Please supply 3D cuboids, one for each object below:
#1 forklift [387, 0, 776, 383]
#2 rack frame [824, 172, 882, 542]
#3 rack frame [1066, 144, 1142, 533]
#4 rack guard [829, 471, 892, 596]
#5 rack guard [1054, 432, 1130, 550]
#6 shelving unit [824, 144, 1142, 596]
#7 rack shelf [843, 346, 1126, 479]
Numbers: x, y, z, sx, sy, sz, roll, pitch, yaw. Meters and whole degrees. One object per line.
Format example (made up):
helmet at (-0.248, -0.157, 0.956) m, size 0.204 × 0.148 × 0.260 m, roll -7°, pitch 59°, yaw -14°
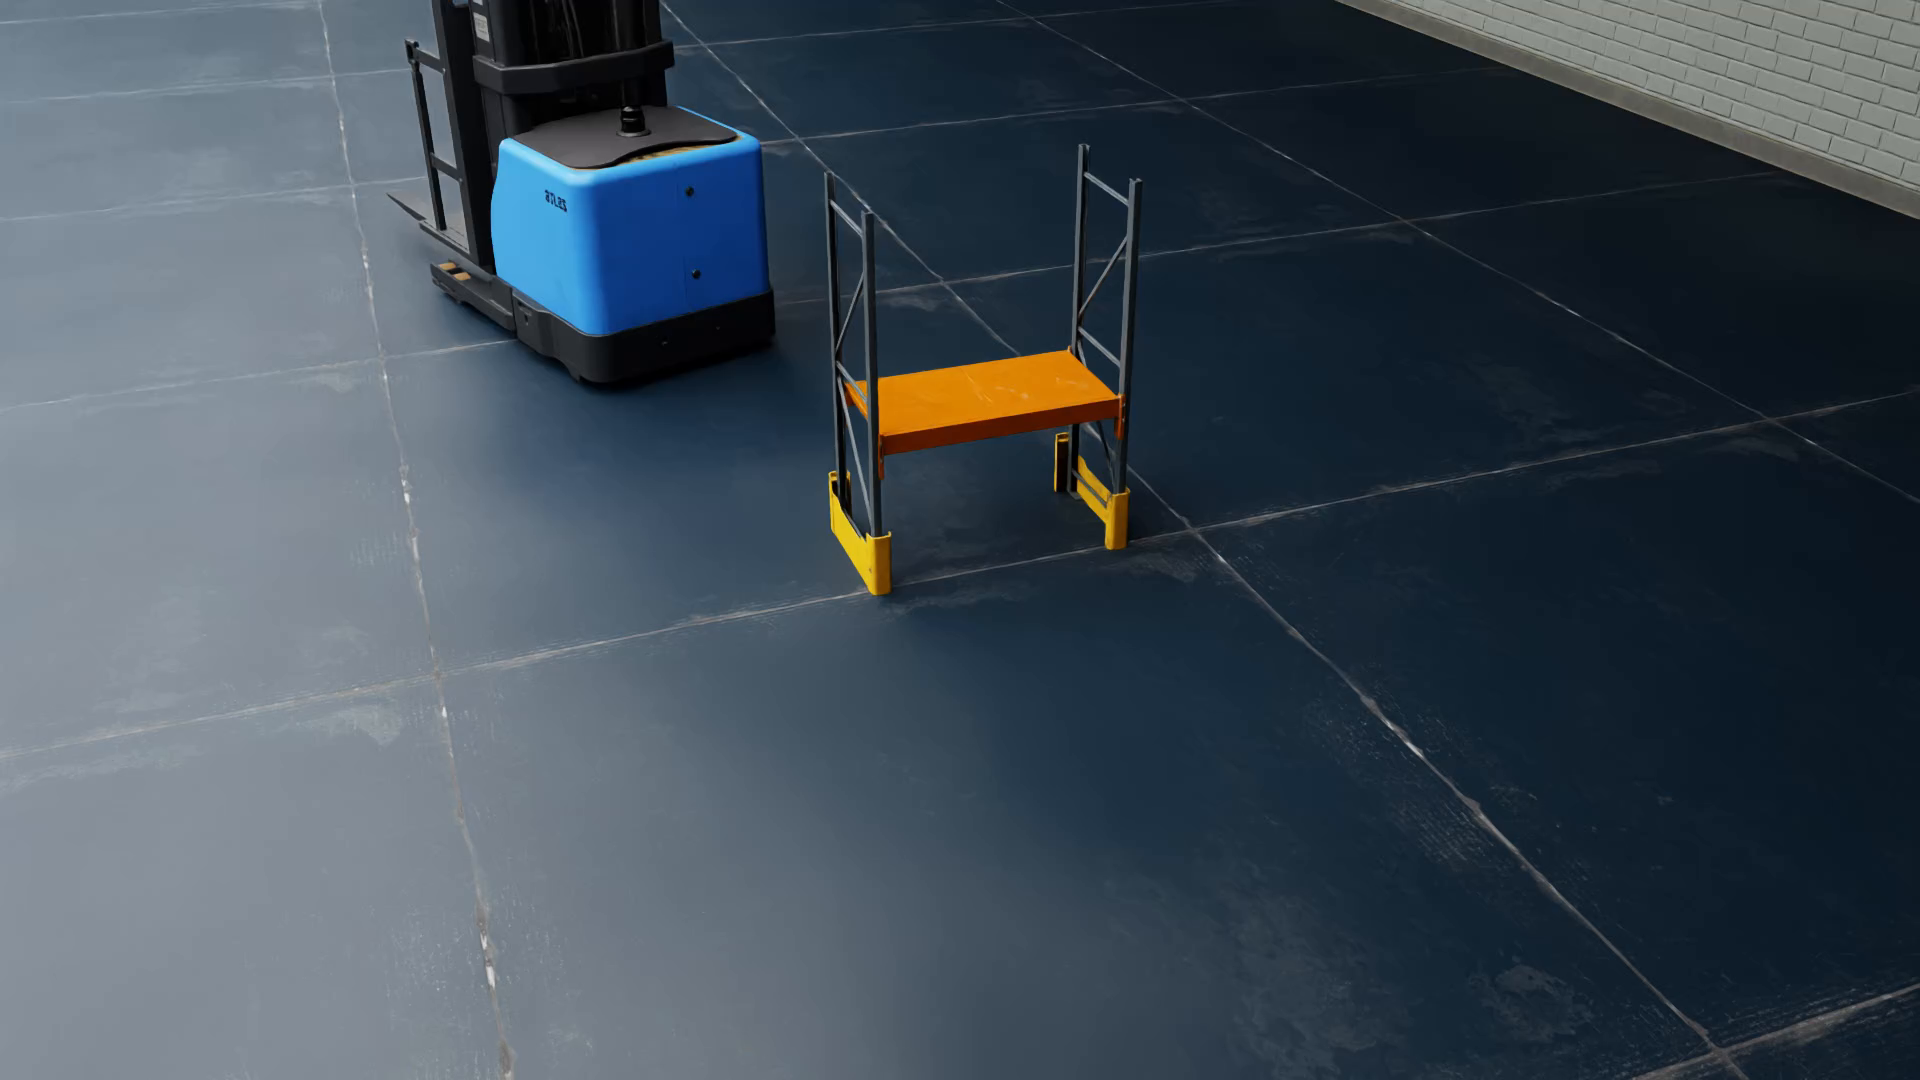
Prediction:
forklift at (-2.243, -2.687, 8.505) m, size 1.130 × 2.935 × 3.031 m, roll -21°, pitch 36°, yaw -32°
rack frame at (-0.396, -0.579, 6.251) m, size 0.032 × 1.500 × 0.500 m, roll -10°, pitch 31°, yaw -18°
rack frame at (0.556, -0.754, 6.559) m, size 0.032 × 1.500 × 0.500 m, roll -10°, pitch 31°, yaw -18°
rack guard at (-0.395, -0.036, 6.560) m, size 0.087 × 0.250 × 0.587 m, roll -10°, pitch 31°, yaw -18°
rack guard at (0.538, -0.208, 6.862) m, size 0.087 × 0.250 × 0.587 m, roll -10°, pitch 31°, yaw -18°
shelving unit at (0.071, -0.665, 6.402) m, size 1.083 × 1.500 × 0.587 m, roll -10°, pitch 31°, yaw -18°
rack shelf at (0.080, -0.510, 6.494) m, size 1.000 × 0.185 × 0.538 m, roll -10°, pitch 31°, yaw -18°
